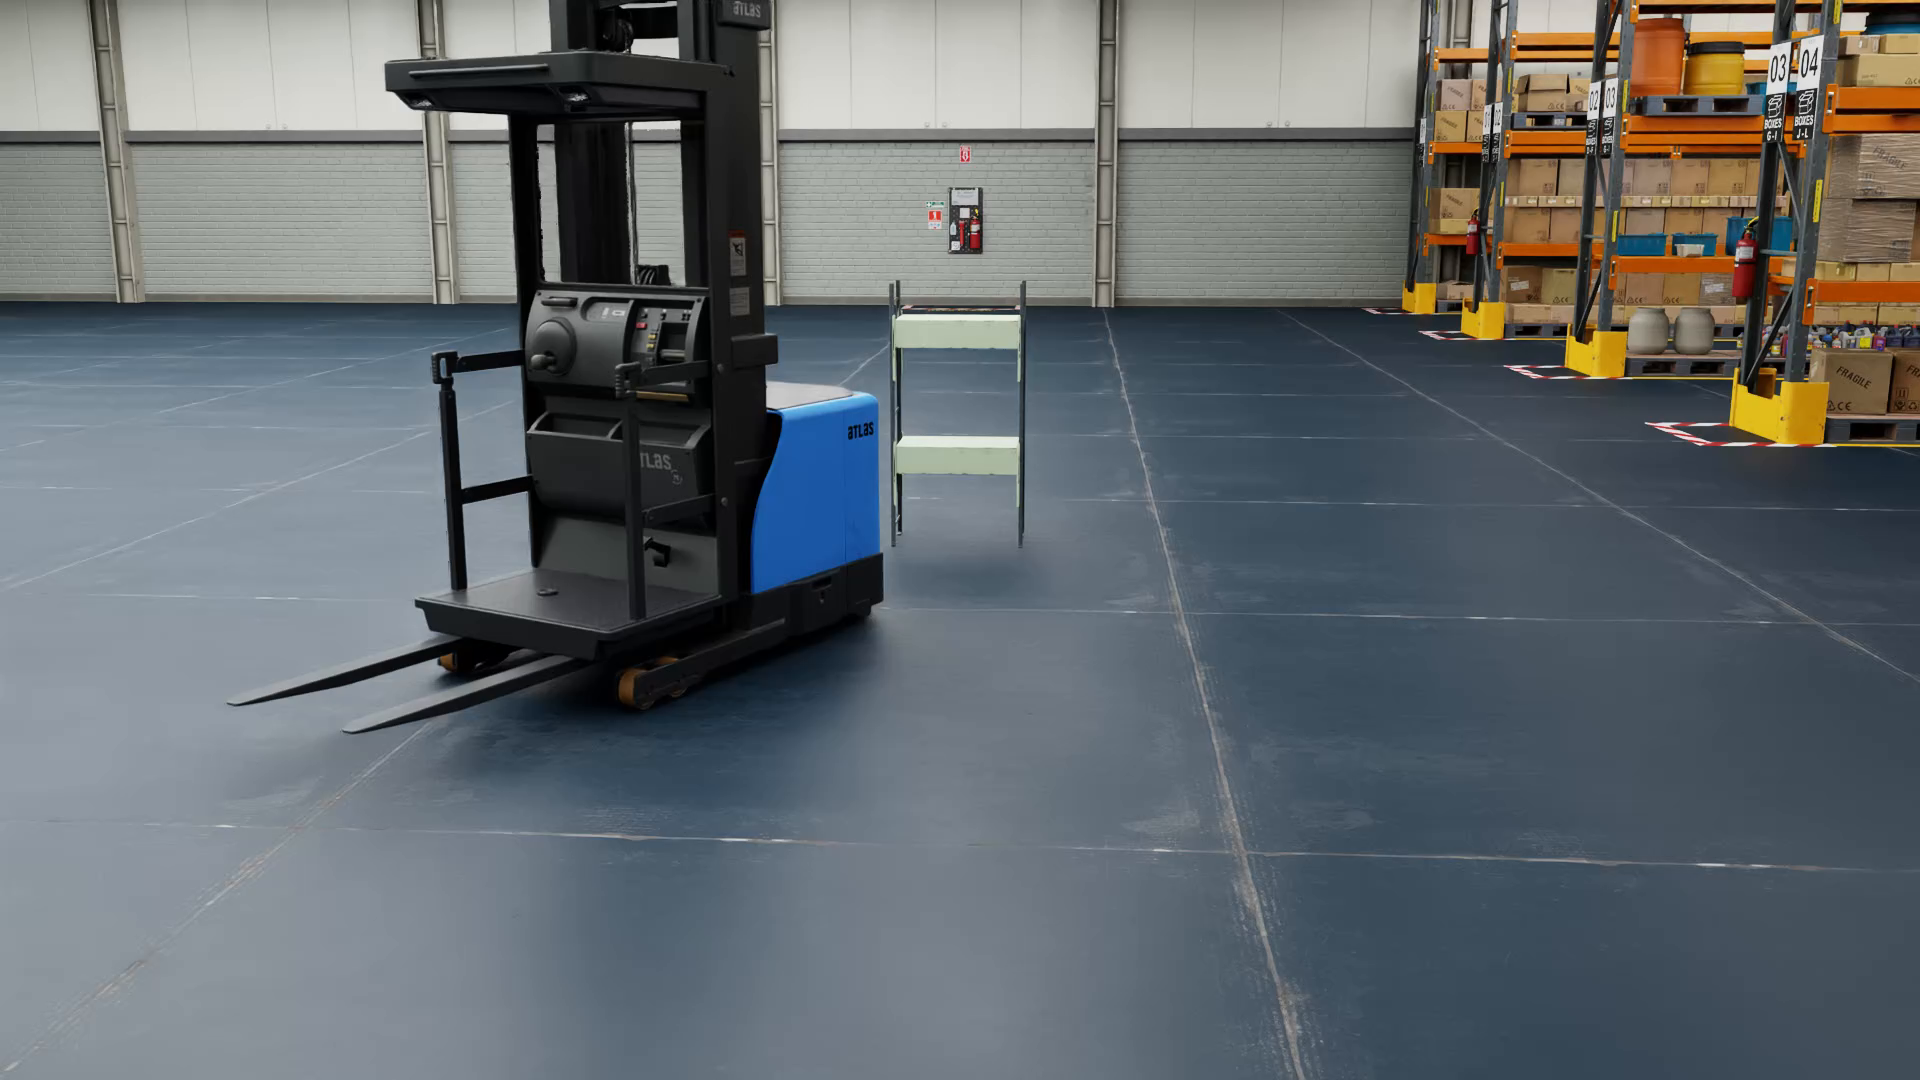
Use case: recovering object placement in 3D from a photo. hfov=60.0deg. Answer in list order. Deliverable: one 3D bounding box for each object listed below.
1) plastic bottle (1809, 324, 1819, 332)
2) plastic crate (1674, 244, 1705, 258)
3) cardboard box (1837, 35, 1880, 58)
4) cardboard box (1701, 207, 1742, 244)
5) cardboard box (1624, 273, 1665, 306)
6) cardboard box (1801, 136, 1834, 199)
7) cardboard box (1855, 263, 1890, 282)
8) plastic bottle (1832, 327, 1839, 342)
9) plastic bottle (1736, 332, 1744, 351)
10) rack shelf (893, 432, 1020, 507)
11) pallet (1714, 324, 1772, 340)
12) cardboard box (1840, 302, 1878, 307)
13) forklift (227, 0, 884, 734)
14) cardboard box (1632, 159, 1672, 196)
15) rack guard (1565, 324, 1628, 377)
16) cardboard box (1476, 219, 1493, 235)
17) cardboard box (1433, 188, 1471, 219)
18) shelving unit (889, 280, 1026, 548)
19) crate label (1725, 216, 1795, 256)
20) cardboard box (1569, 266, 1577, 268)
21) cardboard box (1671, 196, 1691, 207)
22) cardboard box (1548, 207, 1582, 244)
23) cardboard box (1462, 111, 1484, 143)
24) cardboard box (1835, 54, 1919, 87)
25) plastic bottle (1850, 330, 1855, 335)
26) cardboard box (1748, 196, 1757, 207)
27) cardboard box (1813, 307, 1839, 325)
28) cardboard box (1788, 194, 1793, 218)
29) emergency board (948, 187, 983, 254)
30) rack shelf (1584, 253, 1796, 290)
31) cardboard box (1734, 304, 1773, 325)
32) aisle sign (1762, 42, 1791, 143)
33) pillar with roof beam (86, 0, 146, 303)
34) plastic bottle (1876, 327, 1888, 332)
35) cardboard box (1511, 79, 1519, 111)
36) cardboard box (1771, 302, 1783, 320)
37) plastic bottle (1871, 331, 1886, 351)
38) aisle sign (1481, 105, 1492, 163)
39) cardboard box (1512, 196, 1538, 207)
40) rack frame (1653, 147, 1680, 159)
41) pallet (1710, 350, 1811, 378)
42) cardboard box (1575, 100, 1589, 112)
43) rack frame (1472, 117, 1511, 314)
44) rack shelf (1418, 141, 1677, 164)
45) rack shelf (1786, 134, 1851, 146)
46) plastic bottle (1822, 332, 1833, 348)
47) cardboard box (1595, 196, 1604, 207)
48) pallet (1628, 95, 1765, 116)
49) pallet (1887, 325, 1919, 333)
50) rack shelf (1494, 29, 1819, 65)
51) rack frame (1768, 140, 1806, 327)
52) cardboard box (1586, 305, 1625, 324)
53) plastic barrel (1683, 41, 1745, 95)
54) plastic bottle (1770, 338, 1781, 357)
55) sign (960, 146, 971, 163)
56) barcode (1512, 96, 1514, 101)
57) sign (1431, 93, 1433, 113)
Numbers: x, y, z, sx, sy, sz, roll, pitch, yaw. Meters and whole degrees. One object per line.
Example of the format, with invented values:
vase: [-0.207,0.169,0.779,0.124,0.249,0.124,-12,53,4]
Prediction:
plastic bottle: [9.729,-2.342,19.031,0.185,0.351,0.144,1,12,3]
plastic crate: [7.999,-3.166,18.222,0.250,0.136,0.298,1,12,4]
cardboard box: [7.056,-3.900,13.155,0.250,0.149,0.380,1,12,3]
cardboard box: [10.484,-4.390,23.185,0.500,0.500,0.700,1,12,3]
cardboard box: [9.479,-3.538,23.214,0.500,0.500,0.500,1,12,4]
cardboard box: [7.362,-3.088,13.793,0.500,0.500,0.500,1,12,4]
cardboard box: [7.313,-2.179,13.470,0.250,0.149,0.380,1,12,4]
plastic bottle: [10.004,-2.291,18.984,0.097,0.271,0.097,0,12,0]
plastic bottle: [8.989,-2.283,19.118,0.097,0.201,0.097,0,12,0]
rack shelf: [-0.007,-0.415,9.682,0.720,0.370,0.431,1,12,4]
pallet: [10.663,-2.985,23.522,1.213,0.211,1.003,1,12,4]
cardboard box: [12.348,-3.400,23.017,0.500,0.311,0.500,1,12,3]
forklift: [-1.554,-0.870,6.770,1.130,2.935,3.031,7,14,30]
cardboard box: [9.508,-5.040,23.122,0.500,0.500,0.700,1,12,4]
rack guard: [7.207,-2.158,18.865,0.348,0.500,1.175,1,12,4]
cardboard box: [8.774,-5.258,27.895,0.500,0.250,0.500,0,12,2]
cardboard box: [8.246,-5.633,27.855,0.500,0.500,0.500,1,12,4]
shelving unit: [-0.007,-0.734,9.615,0.755,1.500,0.431,1,12,4]
crate label: [8.982,-3.421,18.708,0.616,0.435,0.502,1,12,4]
cardboard box: [9.016,-3.655,23.772,0.500,0.500,0.500,1,12,4]
cardboard box: [9.901,-4.675,22.960,0.250,0.149,0.380,1,12,5]
cardboard box: [8.452,-4.419,23.323,0.500,0.500,0.700,1,12,5]
cardboard box: [8.640,-6.854,27.588,0.500,0.500,0.500,2,12,8]
cardboard box: [7.260,-3.697,13.155,0.500,0.250,0.500,1,12,5]
plastic bottle: [9.924,-2.183,18.436,0.133,0.283,0.061,1,12,4]
cardboard box: [10.921,-4.661,22.894,0.250,0.149,0.380,1,12,3]
cardboard box: [11.839,-3.134,23.114,0.500,0.250,0.500,1,12,2]
cardboard box: [14.058,-5.569,27.746,0.500,0.500,0.700,1,12,4]
emergency board: [0.096,-5.688,29.634,0.643,1.169,0.194,1,12,4]
rack shelf: [9.123,-2.994,18.511,4.000,0.370,1.077,1,12,4]
cardboard box: [10.976,-3.152,23.199,0.500,0.250,0.500,1,12,4]
aisle sign: [6.755,-3.696,13.762,0.004,0.787,0.394,1,12,4]
pillar with roof beam: [-15.688,-7.950,25.794,0.400,9.000,9.100,1,12,4]
plastic bottle: [10.506,-2.293,18.984,0.135,0.276,0.152,1,12,6]
cardboard box: [9.167,-7.337,27.455,0.500,0.500,0.500,1,12,5]
cardboard box: [11.887,-3.244,23.638,0.500,0.250,0.500,1,12,3]
plastic bottle: [10.100,-2.151,18.283,0.133,0.283,0.061,2,12,8]
aisle sign: [7.417,-5.719,23.431,0.004,0.787,0.394,1,12,4]
cardboard box: [7.840,-4.702,23.093,0.250,0.149,0.380,1,12,3]
rack frame: [11.781,-5.342,27.982,0.127,3.000,1.000,1,12,4]
pallet: [9.231,-1.988,18.754,1.213,0.211,1.003,1,12,4]
cardboard box: [8.625,-5.952,22.818,0.250,0.149,0.380,1,12,4]
rack frame: [7.462,-4.385,23.406,0.127,3.000,1.000,1,12,4]
rack shelf: [9.785,-6.486,27.879,4.000,0.370,1.077,1,12,4]
rack shelf: [13.449,-5.419,22.780,4.000,0.370,1.077,1,12,4]
plastic bottle: [9.560,-2.156,18.337,0.097,0.271,0.097,0,12,0]
cardboard box: [8.870,-4.688,23.027,0.250,0.149,0.380,0,12,2]
pallet: [7.947,-4.718,18.131,1.213,0.211,1.003,1,12,4]
pallet: [13.412,-2.947,23.342,1.213,0.211,1.003,1,12,4]
rack shelf: [9.458,-6.746,22.775,4.000,0.370,1.077,1,12,4]
rack frame: [11.453,-4.330,23.144,0.127,3.000,1.000,1,12,4]
cardboard box: [8.981,-3.179,23.330,0.500,0.250,0.500,1,12,4]
plastic barrel: [8.274,-5.150,18.248,0.600,0.588,0.600,0,12,0]
plastic bottle: [9.019,-2.129,18.380,0.097,0.201,0.097,0,12,0]
sign: [0.095,-6.843,29.495,0.199,0.298,0.001,1,12,4]
barcode: [7.796,-6.232,23.490,0.075,0.075,0.001,1,12,4]
sign: [7.754,-7.182,27.317,0.005,0.325,0.100,1,12,4]
